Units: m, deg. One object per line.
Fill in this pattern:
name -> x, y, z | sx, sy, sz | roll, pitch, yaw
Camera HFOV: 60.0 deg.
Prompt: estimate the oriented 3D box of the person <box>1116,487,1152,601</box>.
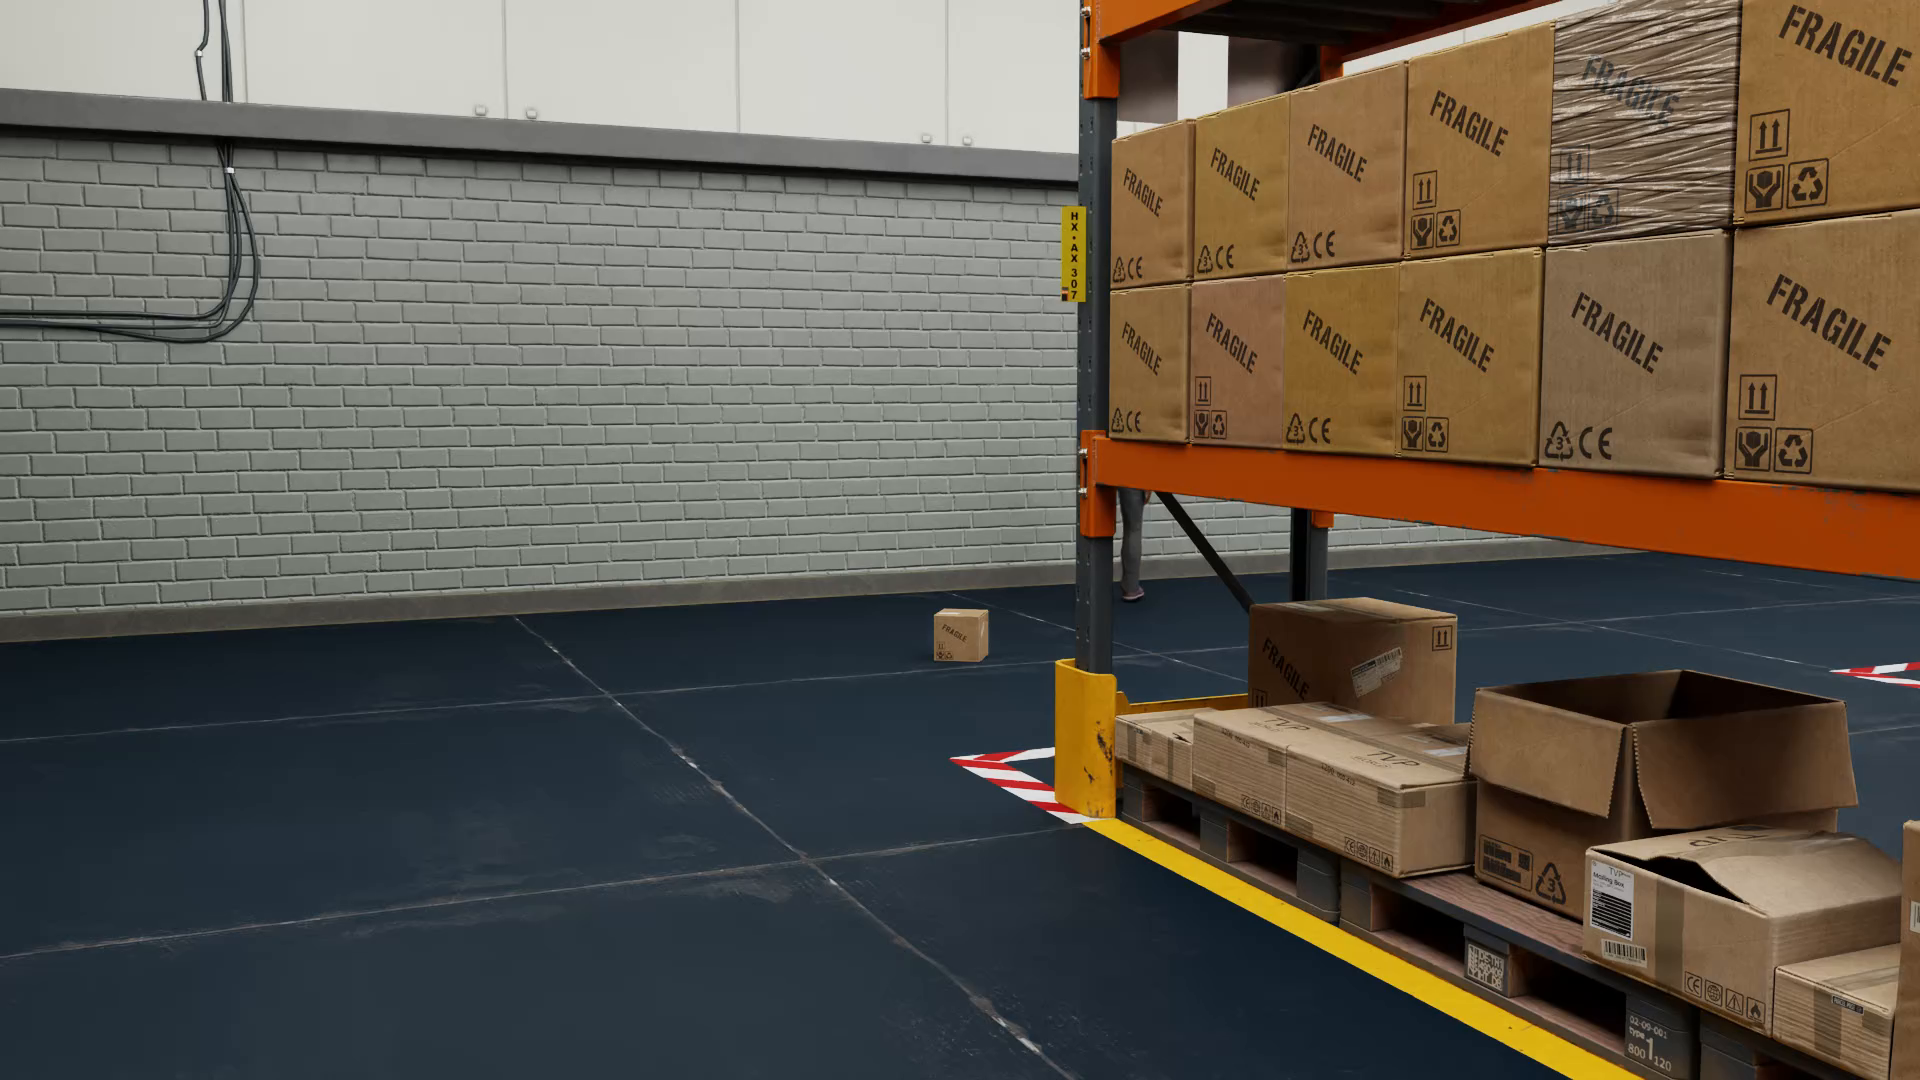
person -> 1.060, -0.407, 11.157 | 0.464, 1.643, 0.661 | 2, 6, 18
